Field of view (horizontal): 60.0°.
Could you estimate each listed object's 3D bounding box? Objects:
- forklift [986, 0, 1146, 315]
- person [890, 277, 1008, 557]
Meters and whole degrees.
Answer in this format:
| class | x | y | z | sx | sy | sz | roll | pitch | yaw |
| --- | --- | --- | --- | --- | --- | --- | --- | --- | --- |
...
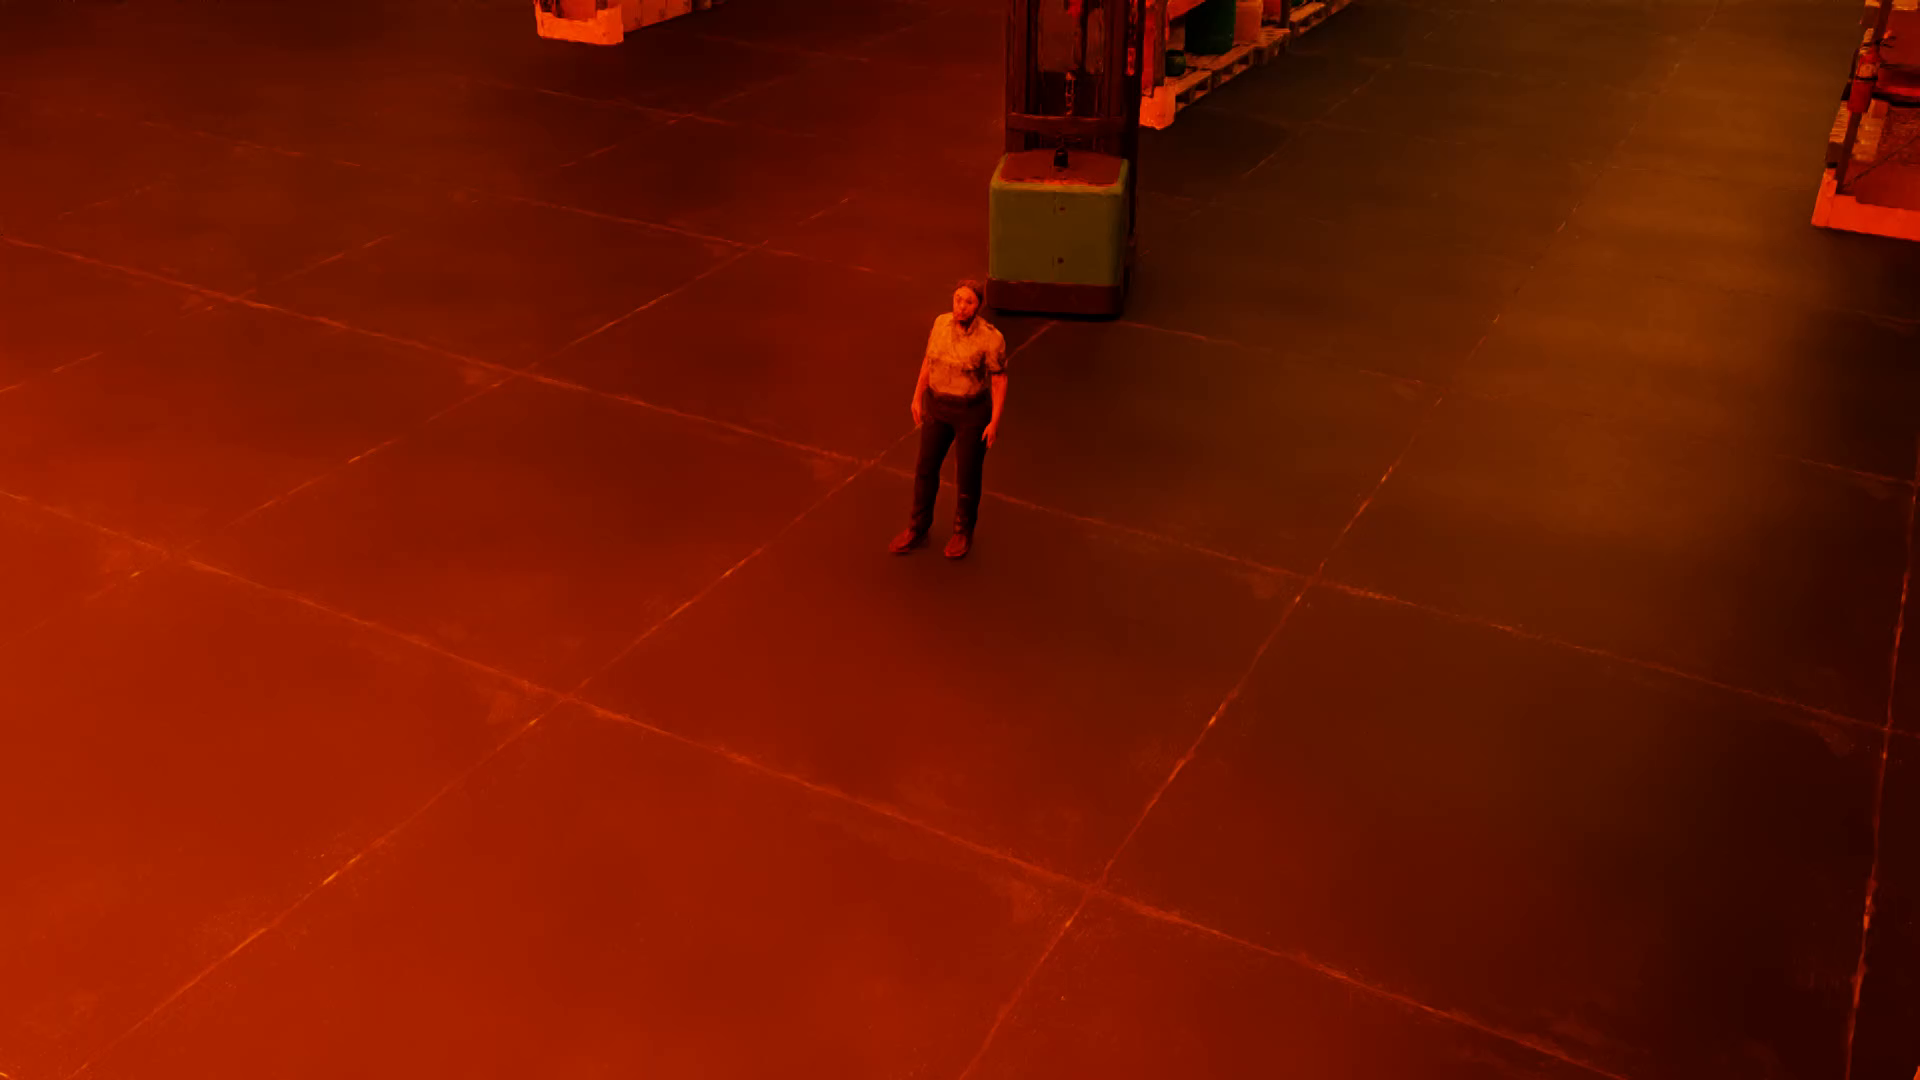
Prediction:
| class | x | y | z | sx | sy | sz | roll | pitch | yaw |
| --- | --- | --- | --- | --- | --- | --- | --- | --- | --- |
| forklift | 0.946 | -3.729 | 13.532 | 1.130 | 2.935 | 3.031 | 4 | 30 | 8 |
| person | -0.063 | -0.686 | 9.529 | 0.599 | 1.650 | 0.502 | 15 | 33 | 25 |
